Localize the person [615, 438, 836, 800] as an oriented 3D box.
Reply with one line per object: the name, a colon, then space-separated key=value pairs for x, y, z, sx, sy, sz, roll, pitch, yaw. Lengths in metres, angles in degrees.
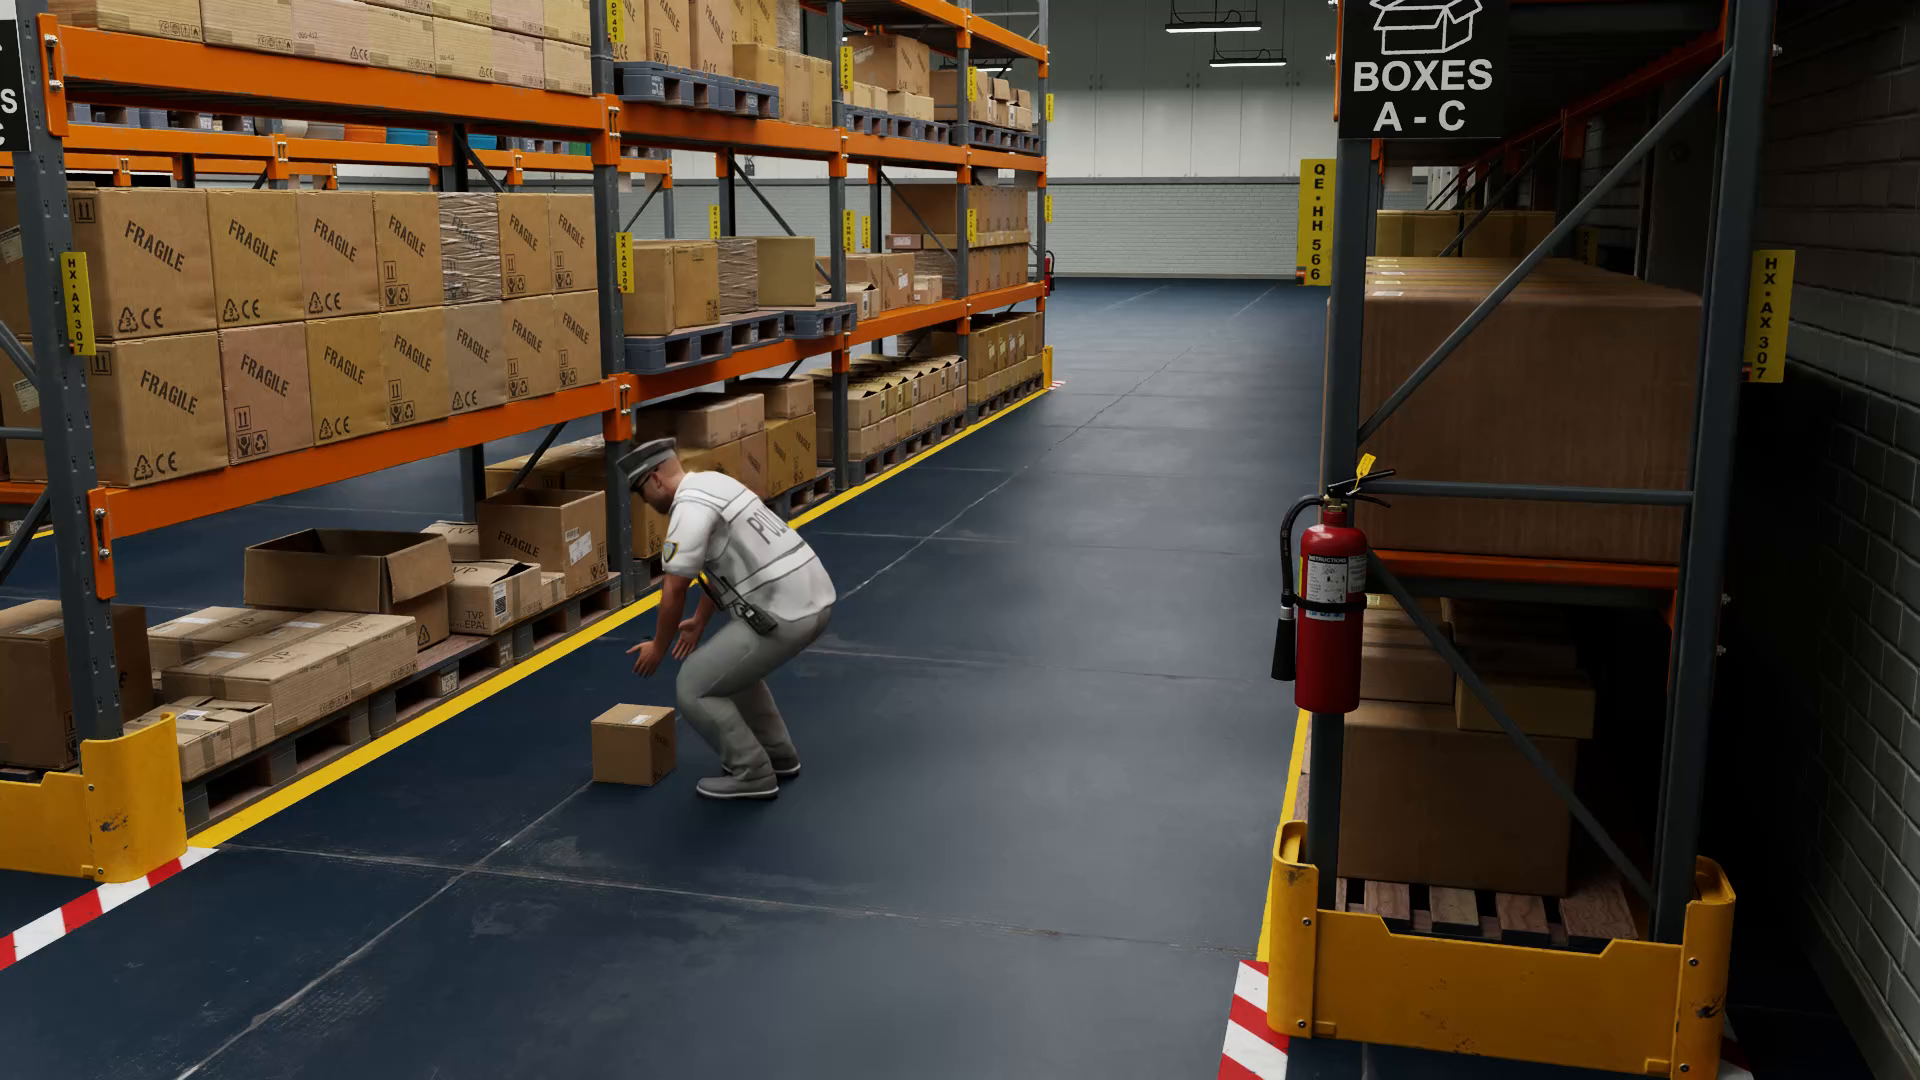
person: x=-0.909 y=0.296 z=6.419 sx=0.826 sy=1.381 sz=0.590 roll=3 pitch=12 yaw=14
